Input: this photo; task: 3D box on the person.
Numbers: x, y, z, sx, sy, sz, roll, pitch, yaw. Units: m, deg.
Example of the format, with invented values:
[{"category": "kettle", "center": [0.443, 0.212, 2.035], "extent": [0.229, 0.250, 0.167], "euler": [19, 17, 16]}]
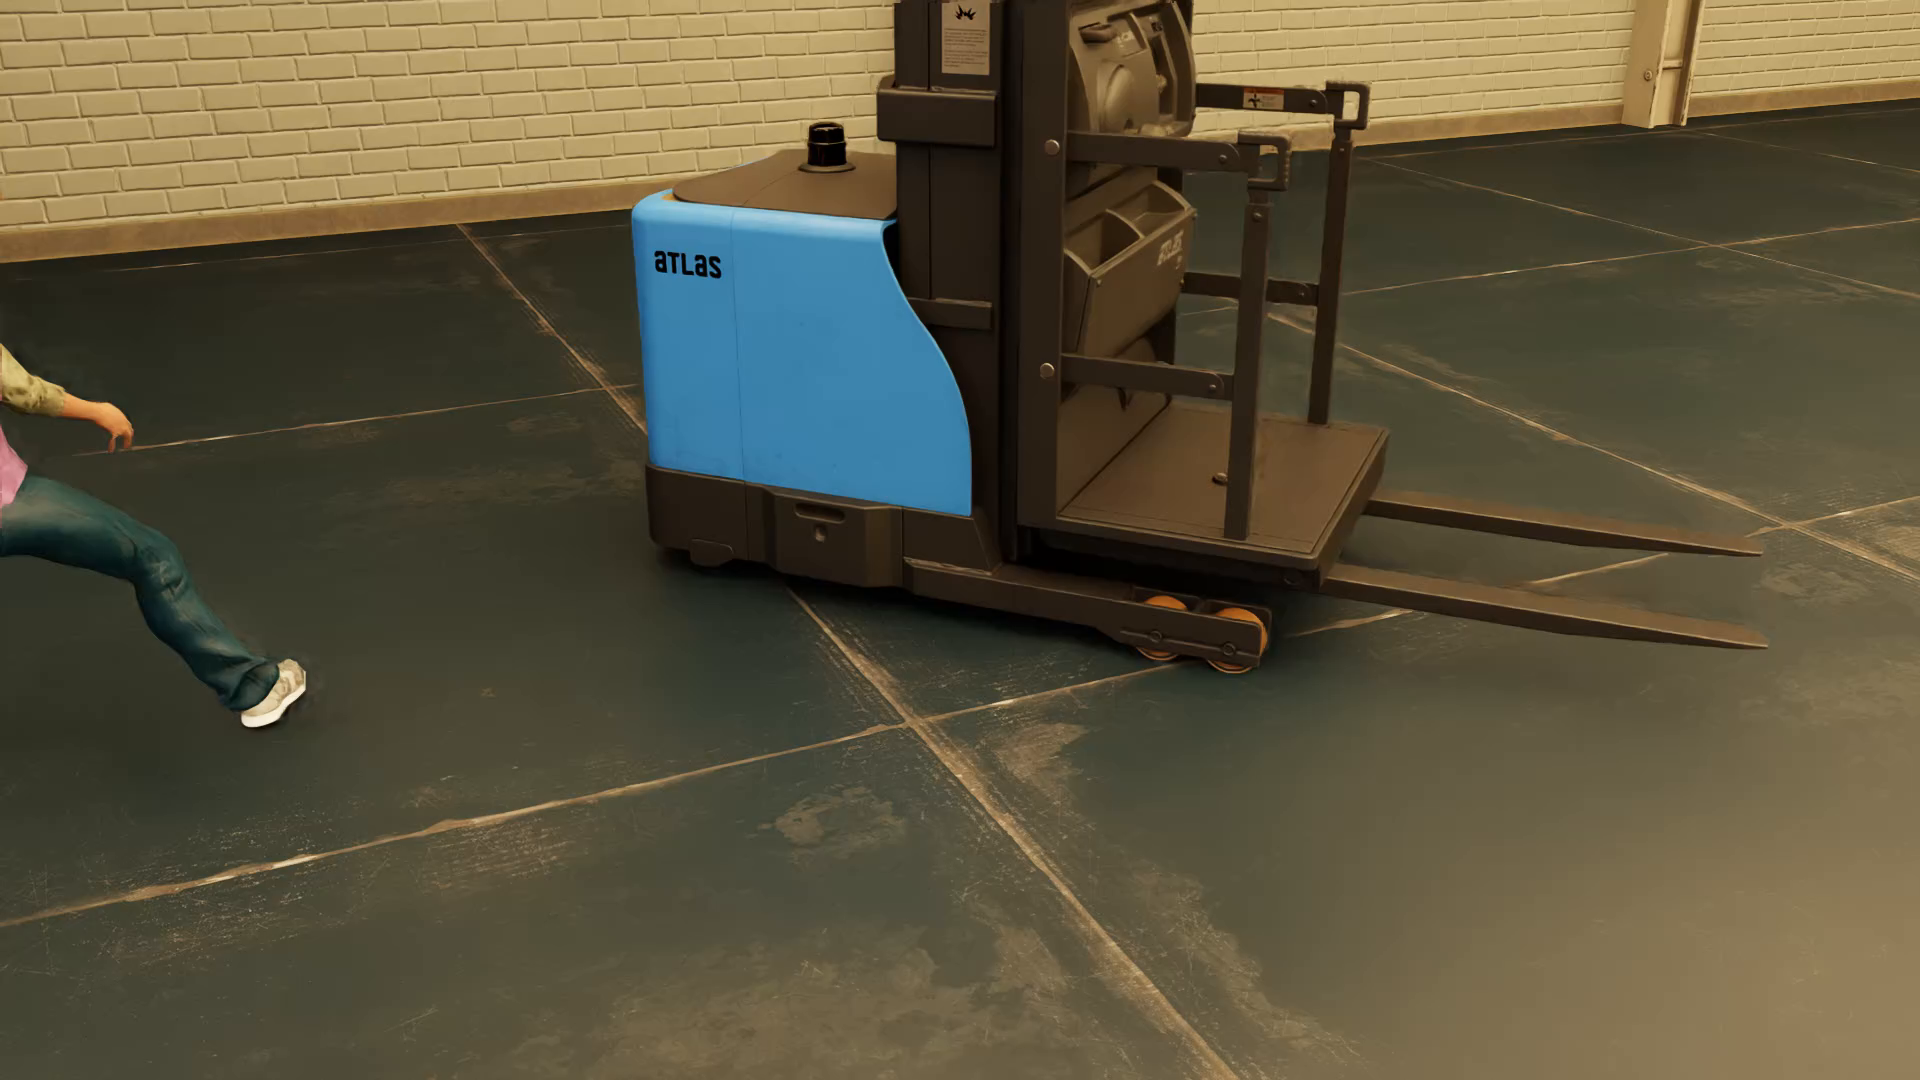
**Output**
[{"category": "person", "center": [-2.208, -0.173, 3.718], "extent": [1.020, 1.412, 0.891], "euler": [9, 24, 20]}]

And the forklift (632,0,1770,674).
[{"category": "forklift", "center": [0.644, -1.240, 4.272], "extent": [3.031, 2.935, 1.130], "euler": [9, 24, 21]}]
